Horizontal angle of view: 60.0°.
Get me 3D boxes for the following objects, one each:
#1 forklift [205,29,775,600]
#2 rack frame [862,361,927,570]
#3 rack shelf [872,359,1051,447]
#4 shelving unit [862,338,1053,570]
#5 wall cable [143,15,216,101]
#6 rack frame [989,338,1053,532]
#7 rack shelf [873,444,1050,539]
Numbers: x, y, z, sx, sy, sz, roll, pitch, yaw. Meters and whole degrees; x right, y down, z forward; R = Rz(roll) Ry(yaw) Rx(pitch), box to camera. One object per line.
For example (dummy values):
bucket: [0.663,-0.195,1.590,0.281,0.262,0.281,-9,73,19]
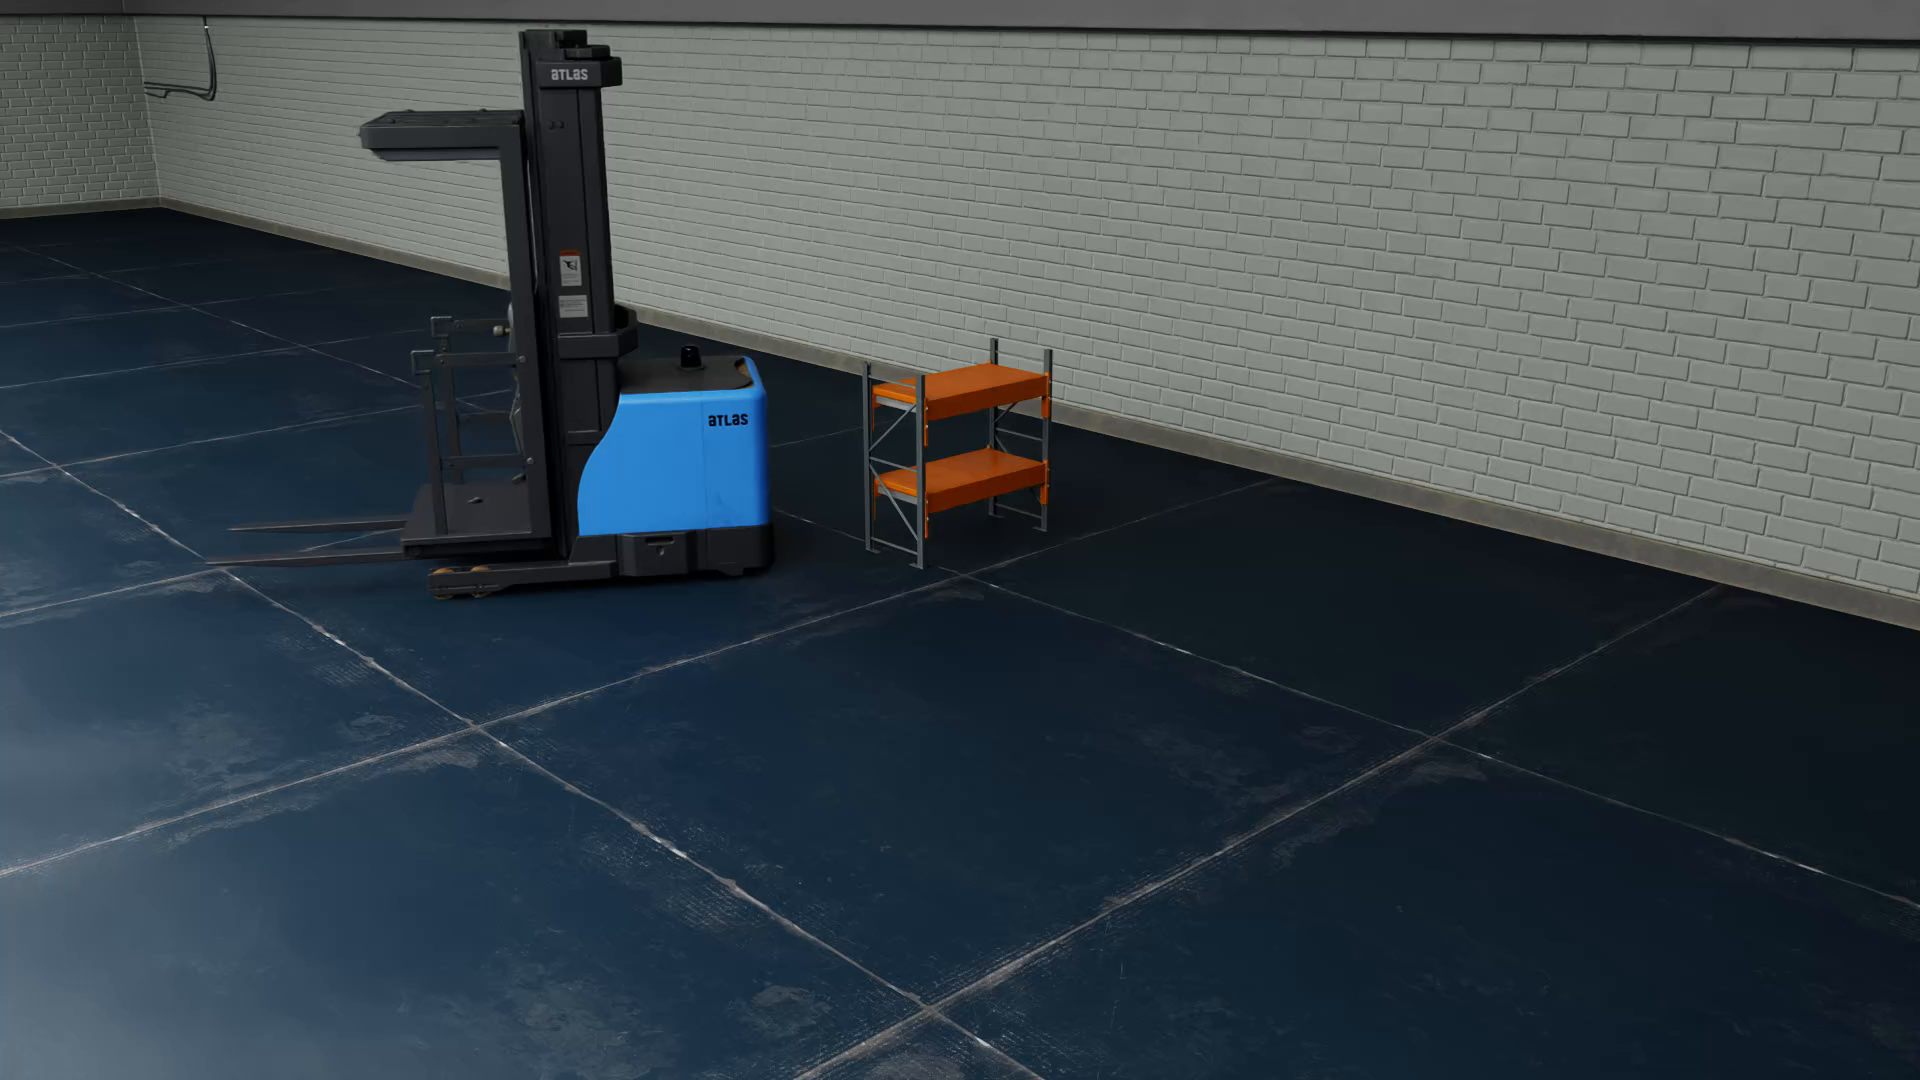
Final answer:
forklift: [-2.613,-1.248,9.083,3.031,2.935,1.130,-3,18,-11]
rack frame: [-0.374,-0.426,9.475,0.032,1.125,0.500,-16,24,-41]
rack shelf: [-0.005,-0.812,9.717,1.000,0.278,0.538,-16,24,-41]
shelving unit: [-0.005,-0.534,9.807,1.048,1.125,0.538,-16,24,-41]
wall cable: [-11.579,-7.710,24.210,0.112,2.526,3.097,-16,24,-41]
rack frame: [0.364,-0.641,10.139,0.032,1.125,0.500,-16,24,-41]
rack shelf: [-0.005,-0.301,9.882,1.000,0.278,0.538,-16,24,-41]
